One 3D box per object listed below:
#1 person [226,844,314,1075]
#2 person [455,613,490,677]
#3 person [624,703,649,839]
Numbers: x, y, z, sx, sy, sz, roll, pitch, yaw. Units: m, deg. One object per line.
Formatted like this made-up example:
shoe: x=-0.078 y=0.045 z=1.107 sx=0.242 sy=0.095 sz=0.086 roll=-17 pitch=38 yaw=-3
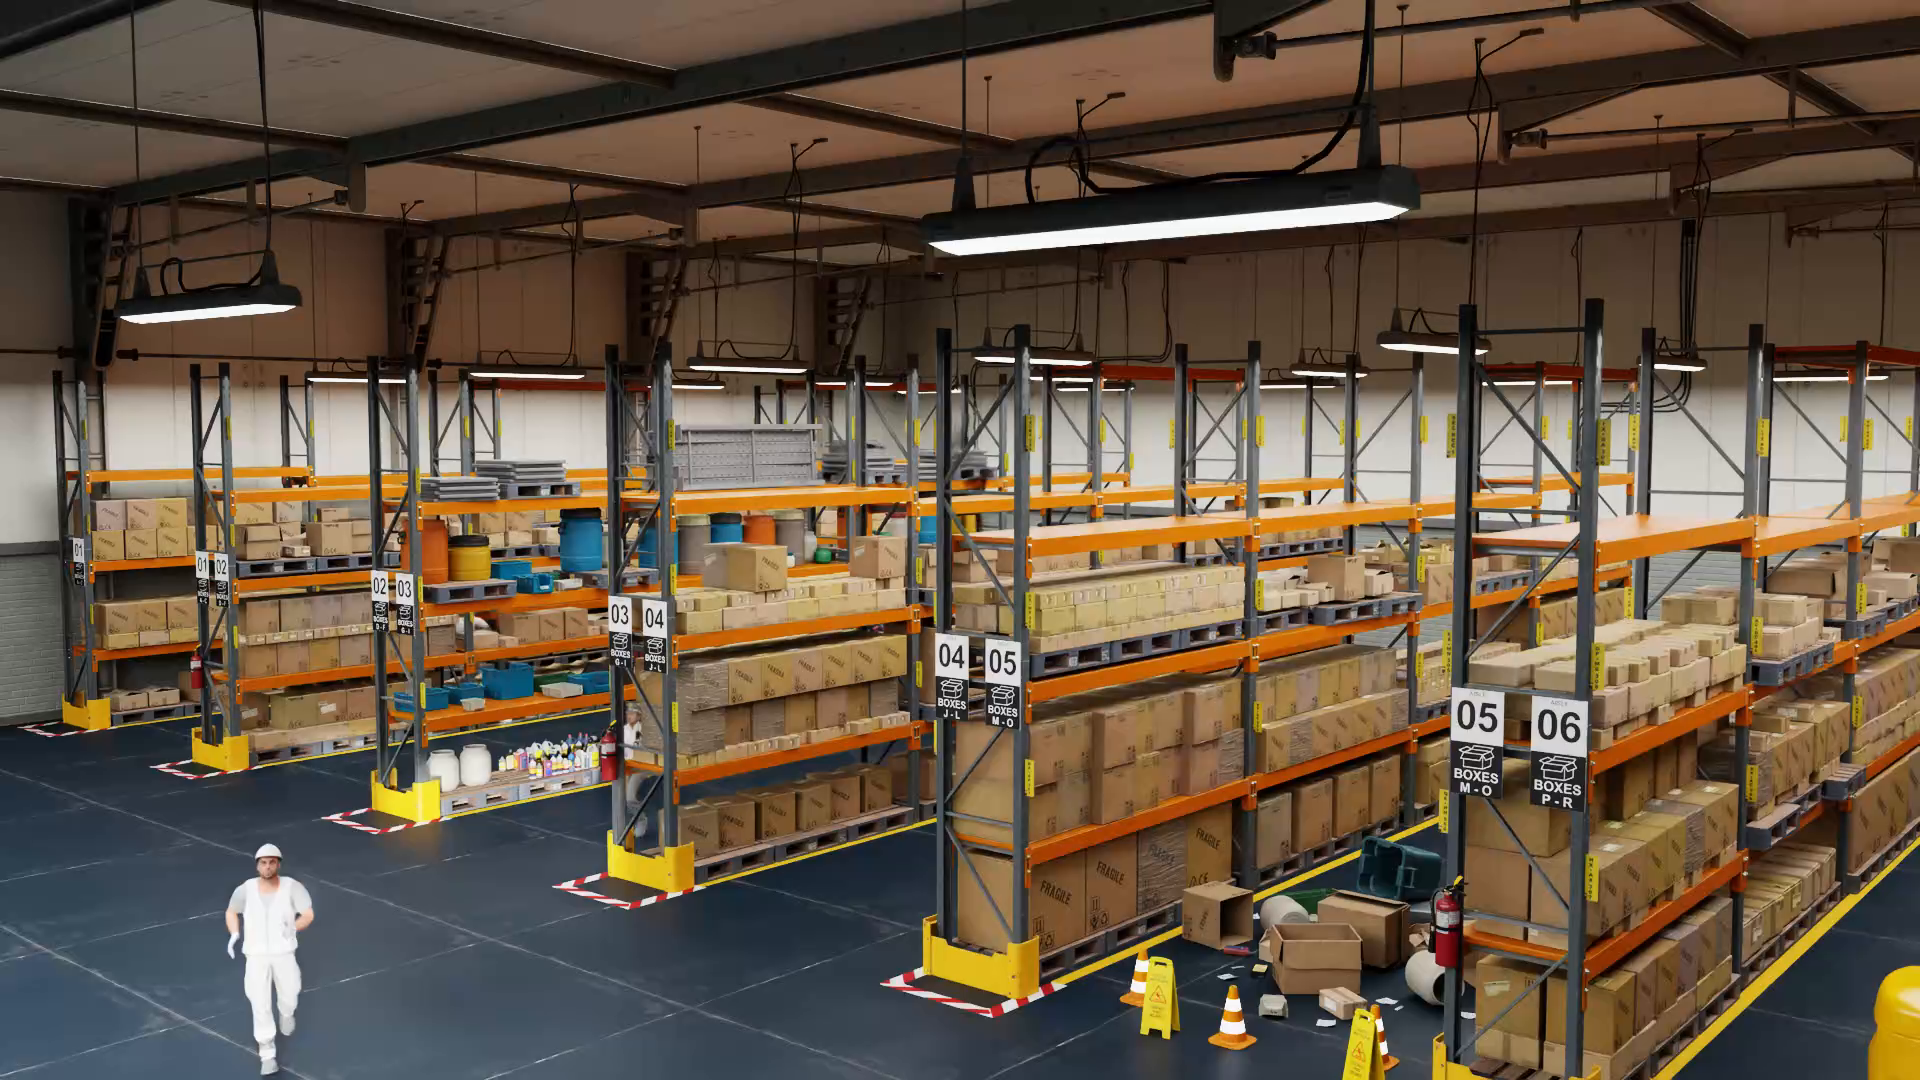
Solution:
person: x=-5.547 y=3.320 z=13.379 sx=0.669 sy=1.761 sz=0.876 roll=-1 pitch=4 yaw=-20
person: x=-9.119 y=2.036 z=30.785 sx=0.699 sy=1.766 sz=0.988 roll=3 pitch=5 yaw=32
person: x=-4.041 y=2.846 z=20.501 sx=0.596 sy=1.690 sz=0.607 roll=2 pitch=5 yaw=29
